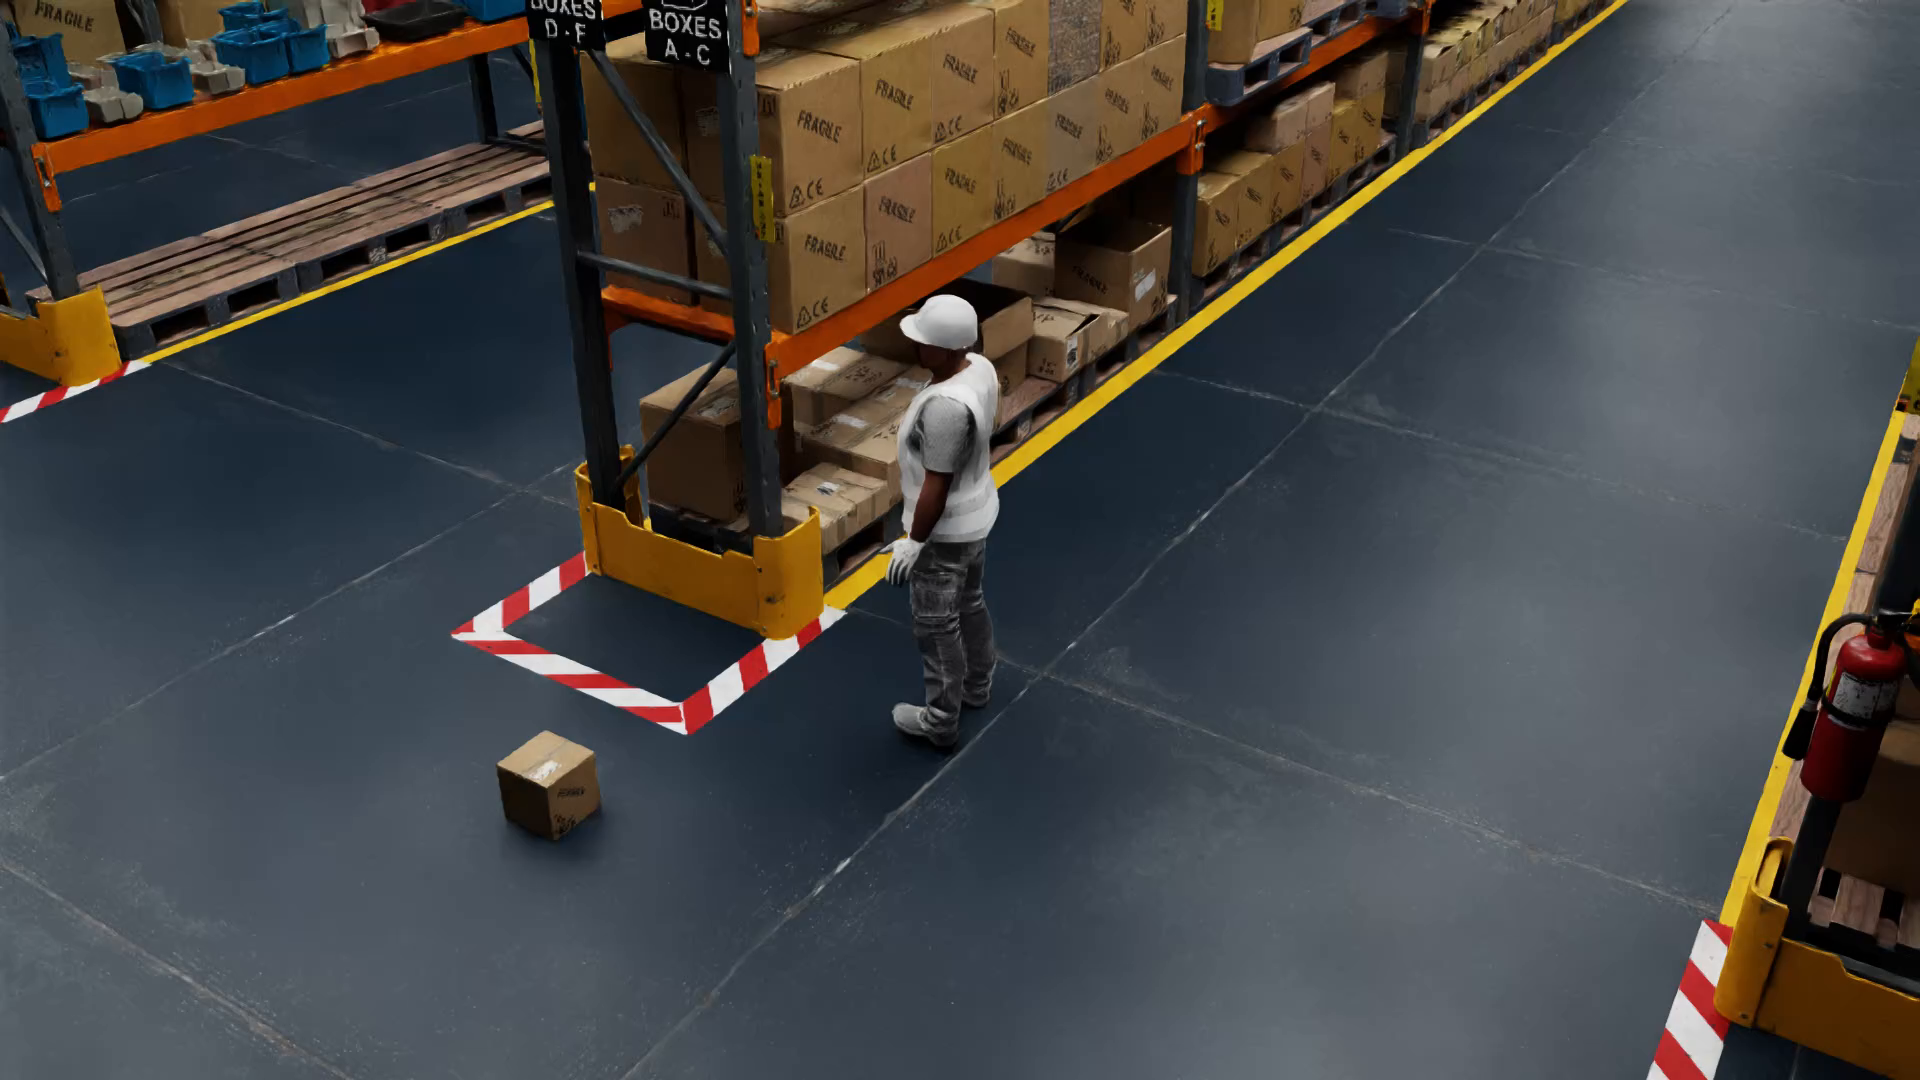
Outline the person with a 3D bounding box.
[{"bbox_3d":[-0.060,-0.065,6.167,0.397,1.791,0.619,8,31,13],"label":"person"}]
